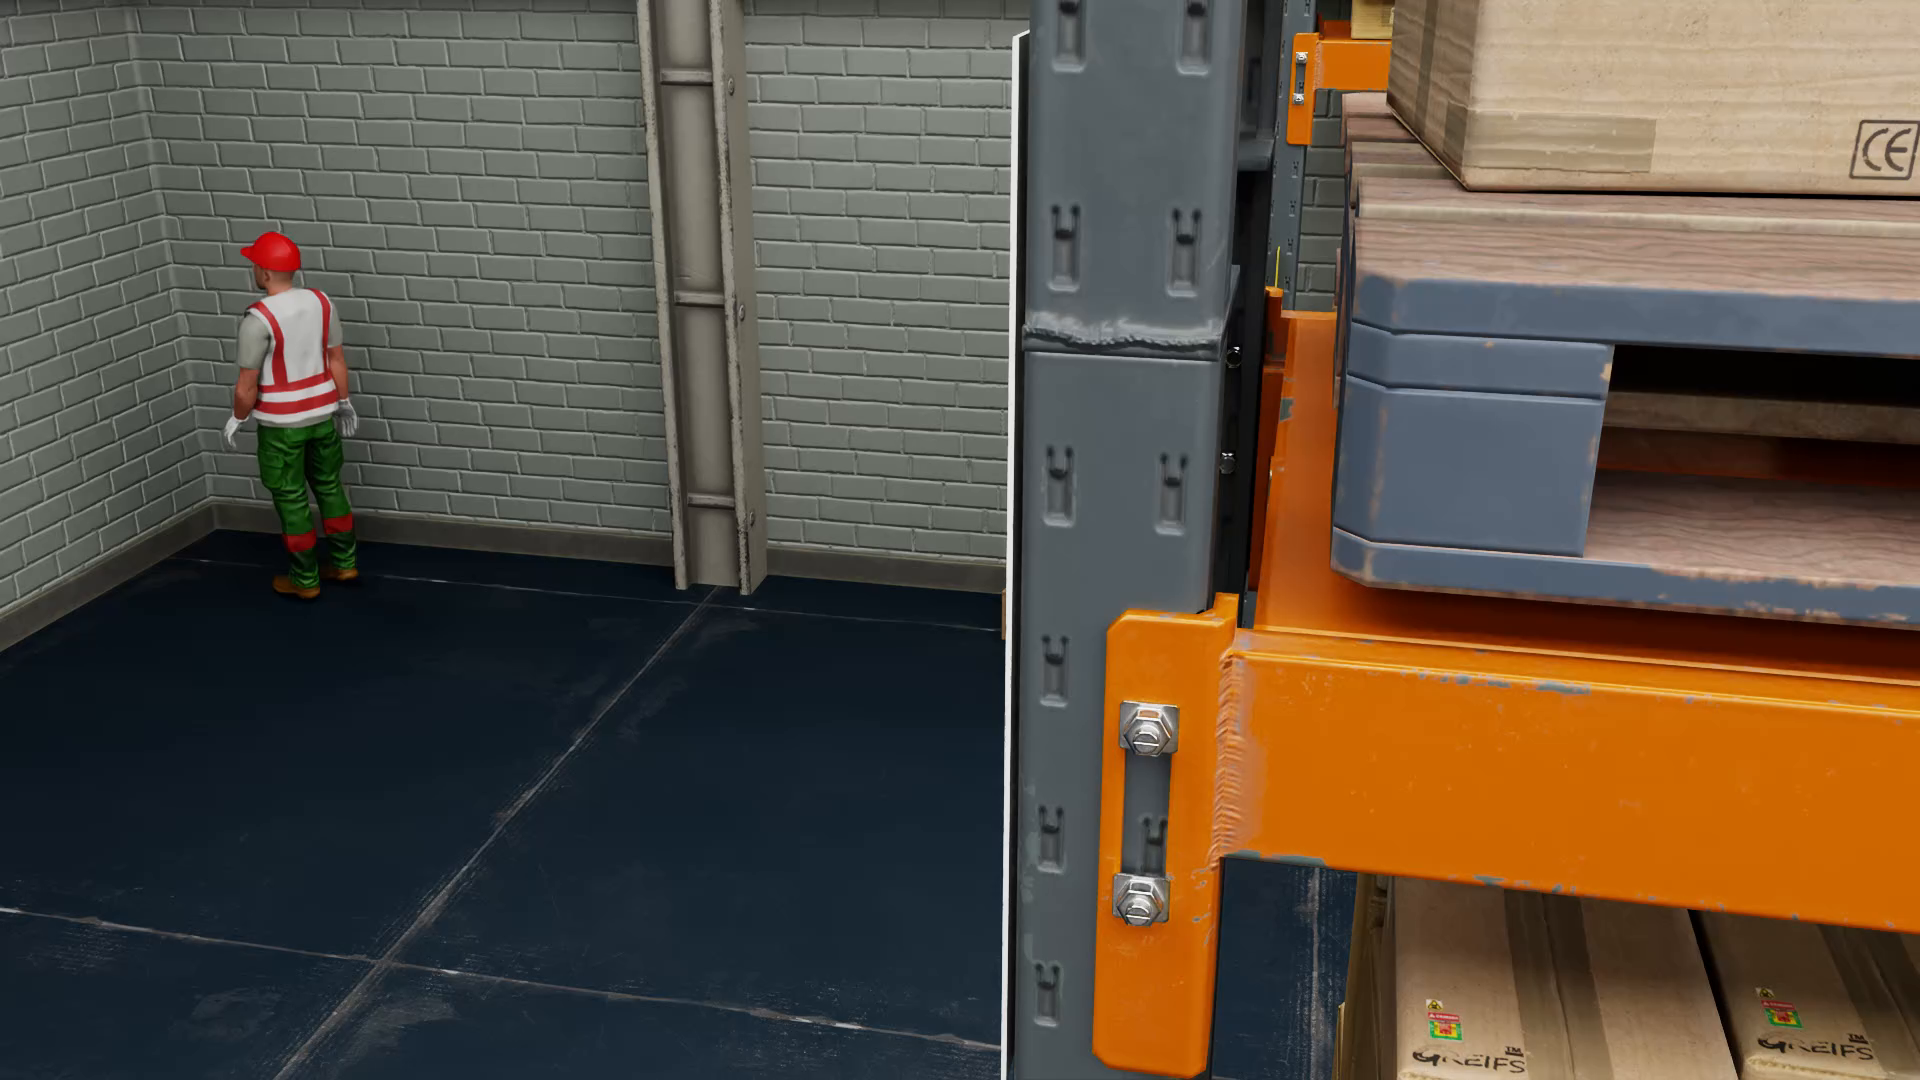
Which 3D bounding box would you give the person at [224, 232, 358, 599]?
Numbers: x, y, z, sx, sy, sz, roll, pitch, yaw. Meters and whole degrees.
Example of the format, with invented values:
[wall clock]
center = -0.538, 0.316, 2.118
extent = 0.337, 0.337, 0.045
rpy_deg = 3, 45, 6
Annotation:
[person]
center = -3.208, -0.576, 7.986
extent = 0.435, 1.827, 0.587
rpy_deg = 13, 25, 30
